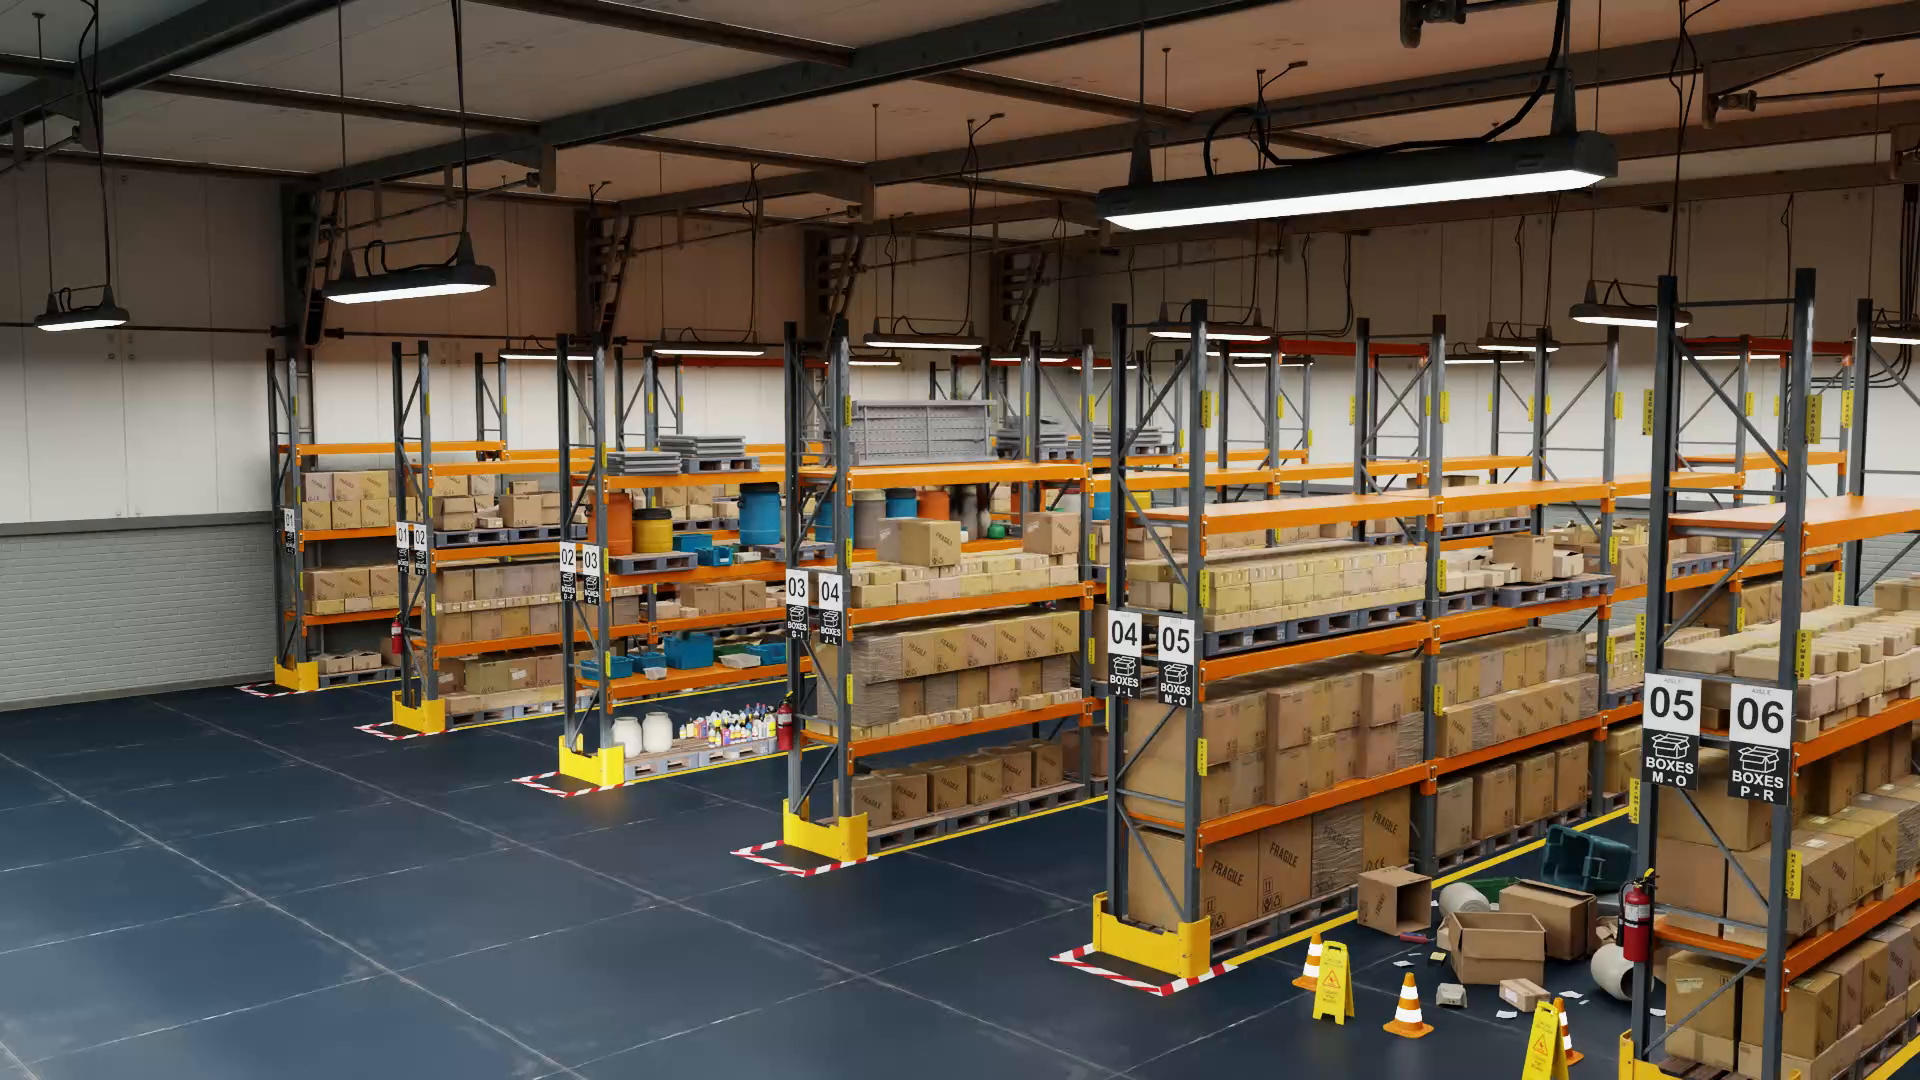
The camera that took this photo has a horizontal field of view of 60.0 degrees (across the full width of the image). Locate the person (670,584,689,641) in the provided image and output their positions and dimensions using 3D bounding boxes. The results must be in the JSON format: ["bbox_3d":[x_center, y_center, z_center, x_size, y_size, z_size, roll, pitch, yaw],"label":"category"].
[{"bbox_3d":[-5.197,1.652,31.053,0.578,1.684,0.782,4,6,36],"label":"person"}]

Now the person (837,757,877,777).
[{"bbox_3d":[-1.352,2.507,21.400,0.587,1.626,0.601,4,7,42],"label":"person"}]
